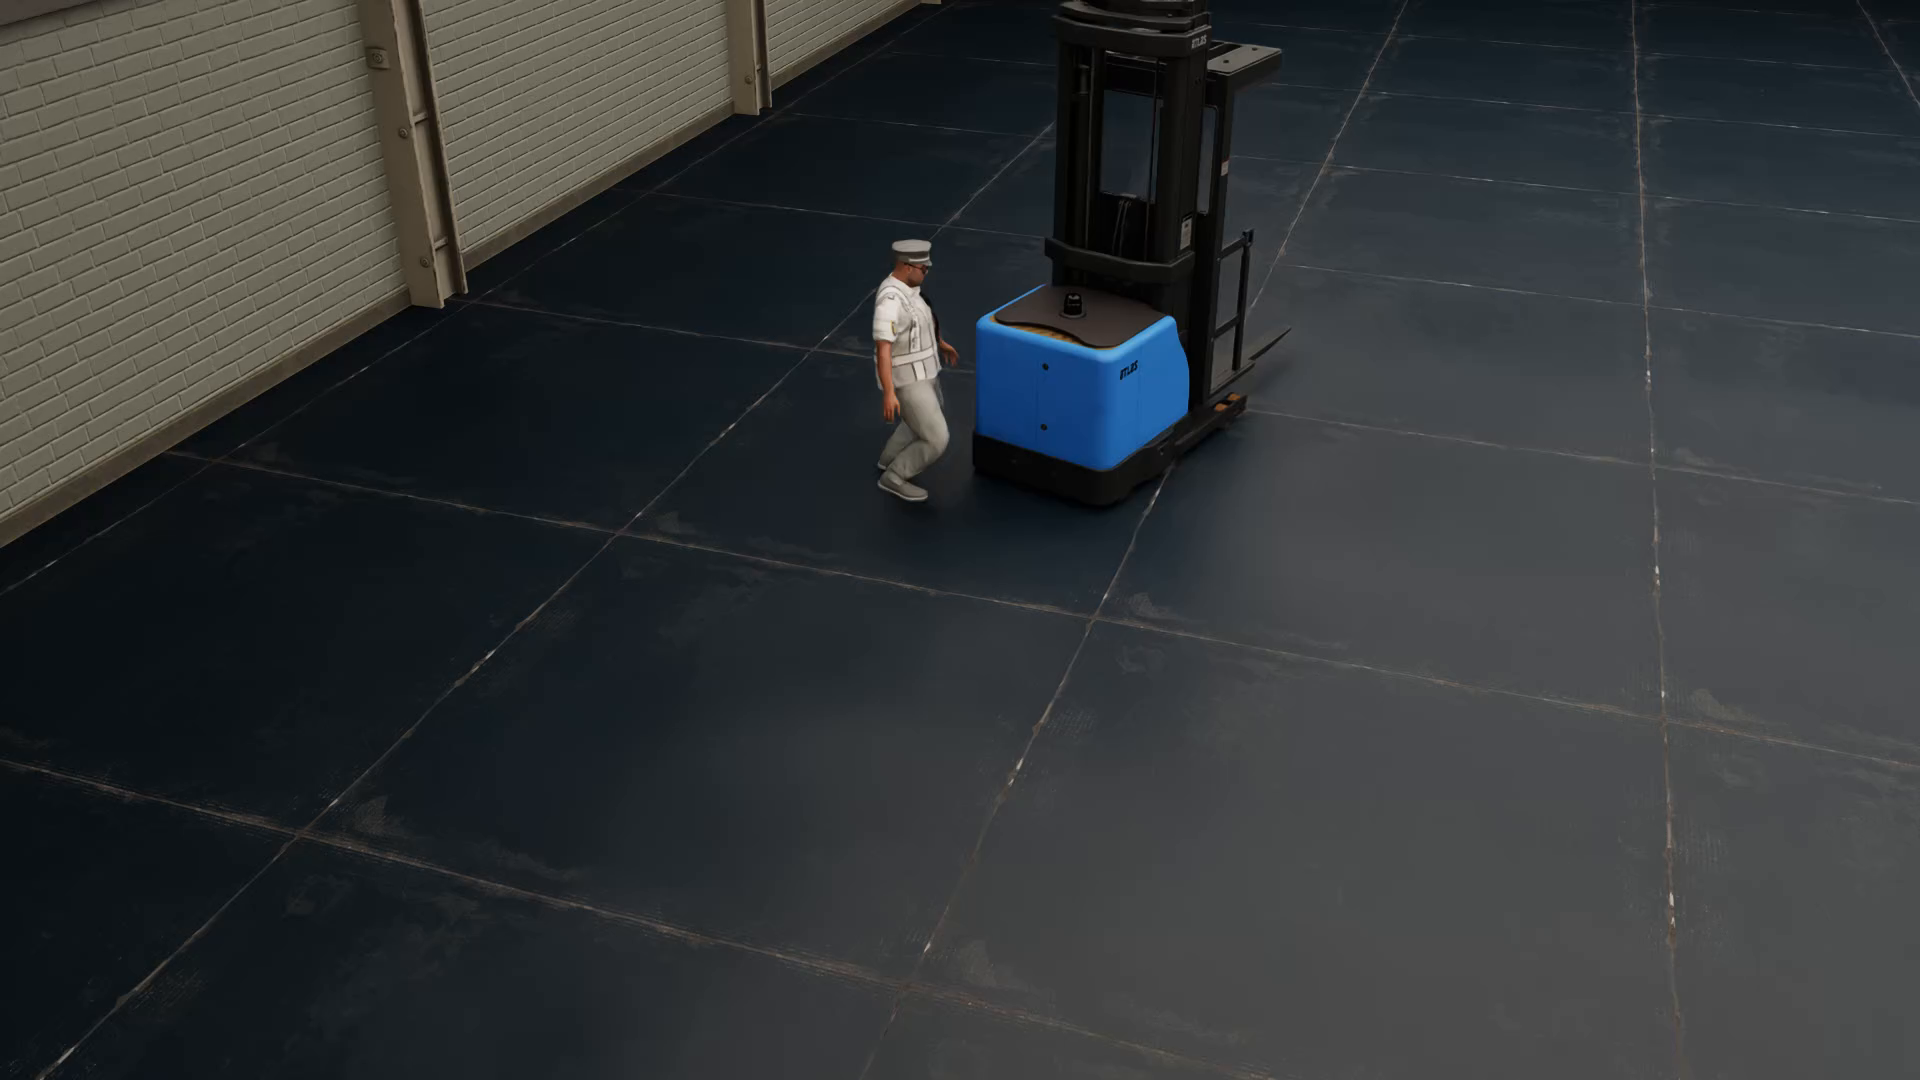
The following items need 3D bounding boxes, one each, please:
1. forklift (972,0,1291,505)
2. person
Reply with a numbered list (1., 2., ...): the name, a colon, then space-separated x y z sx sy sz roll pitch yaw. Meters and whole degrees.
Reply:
1. forklift: 1.340 -2.167 10.938 1.130 2.935 3.031 19 35 30
2. person: -0.294 -1.040 10.293 0.606 1.648 0.947 7 30 12
